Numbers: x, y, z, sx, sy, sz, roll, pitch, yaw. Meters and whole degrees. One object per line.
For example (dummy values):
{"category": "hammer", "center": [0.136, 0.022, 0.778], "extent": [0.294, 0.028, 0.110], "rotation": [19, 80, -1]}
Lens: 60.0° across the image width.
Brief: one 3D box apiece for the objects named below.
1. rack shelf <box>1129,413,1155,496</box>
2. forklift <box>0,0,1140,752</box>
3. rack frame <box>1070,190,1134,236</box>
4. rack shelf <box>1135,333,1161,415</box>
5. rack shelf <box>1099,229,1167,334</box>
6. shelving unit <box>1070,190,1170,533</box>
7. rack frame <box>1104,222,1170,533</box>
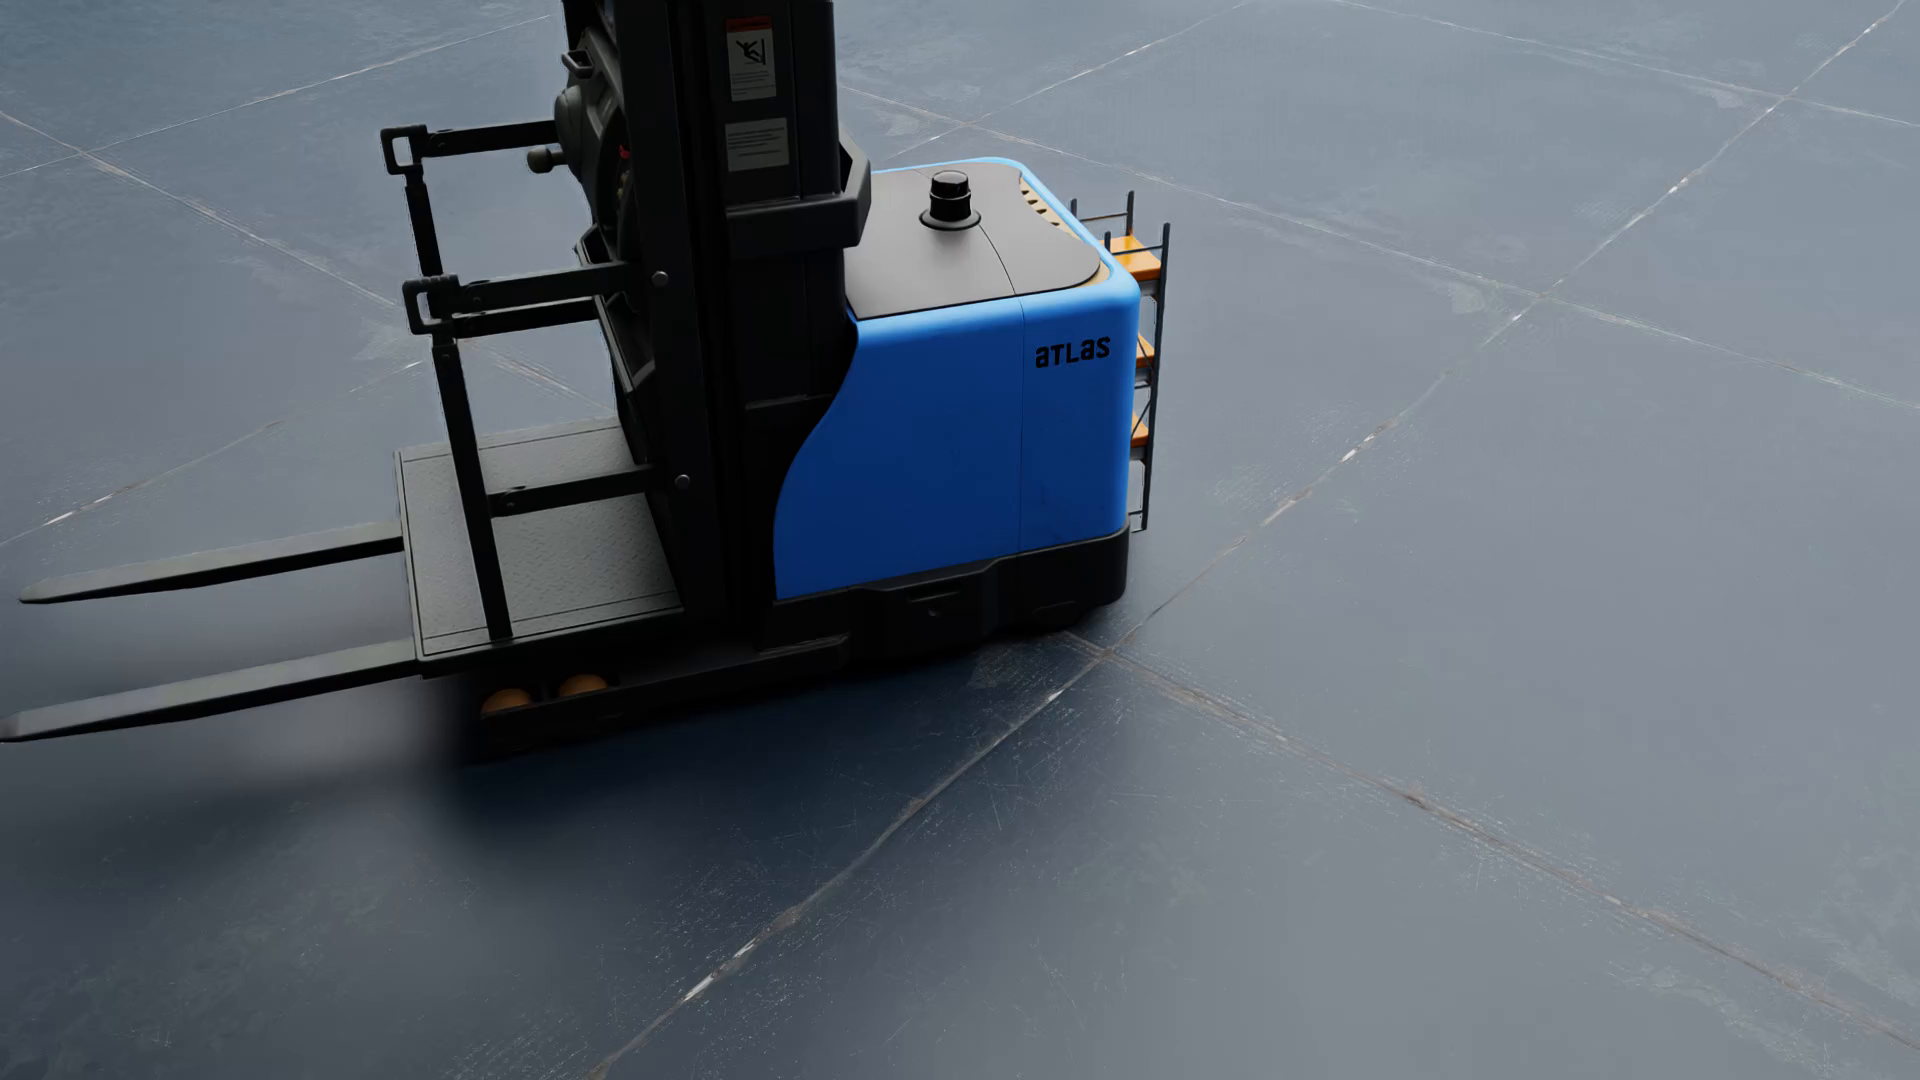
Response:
{"category": "rack shelf", "center": [0.459, -0.275, 5.232], "extent": [0.215, 0.259, 0.240], "rotation": [-11, 36, -16]}
{"category": "forklift", "center": [-1.084, -0.982, 4.090], "extent": [3.031, 2.935, 1.130], "rotation": [-11, 36, -15]}
{"category": "rack frame", "center": [0.418, -0.578, 5.164], "extent": [0.200, 1.050, 0.008], "rotation": [-11, 36, -16]}
{"category": "rack shelf", "center": [0.459, -0.504, 5.075], "extent": [0.215, 0.259, 0.240], "rotation": [-11, 36, -16]}
{"category": "rack shelf", "center": [0.459, -0.738, 4.914], "extent": [0.215, 0.259, 0.240], "rotation": [-11, 36, -16]}
{"category": "shelving unit", "center": [0.459, -0.513, 5.069], "extent": [0.215, 1.050, 0.252], "rotation": [-11, 36, -16]}
{"category": "rack frame", "center": [0.500, -0.448, 4.974], "extent": [0.200, 1.050, 0.008], "rotation": [-11, 36, -16]}
